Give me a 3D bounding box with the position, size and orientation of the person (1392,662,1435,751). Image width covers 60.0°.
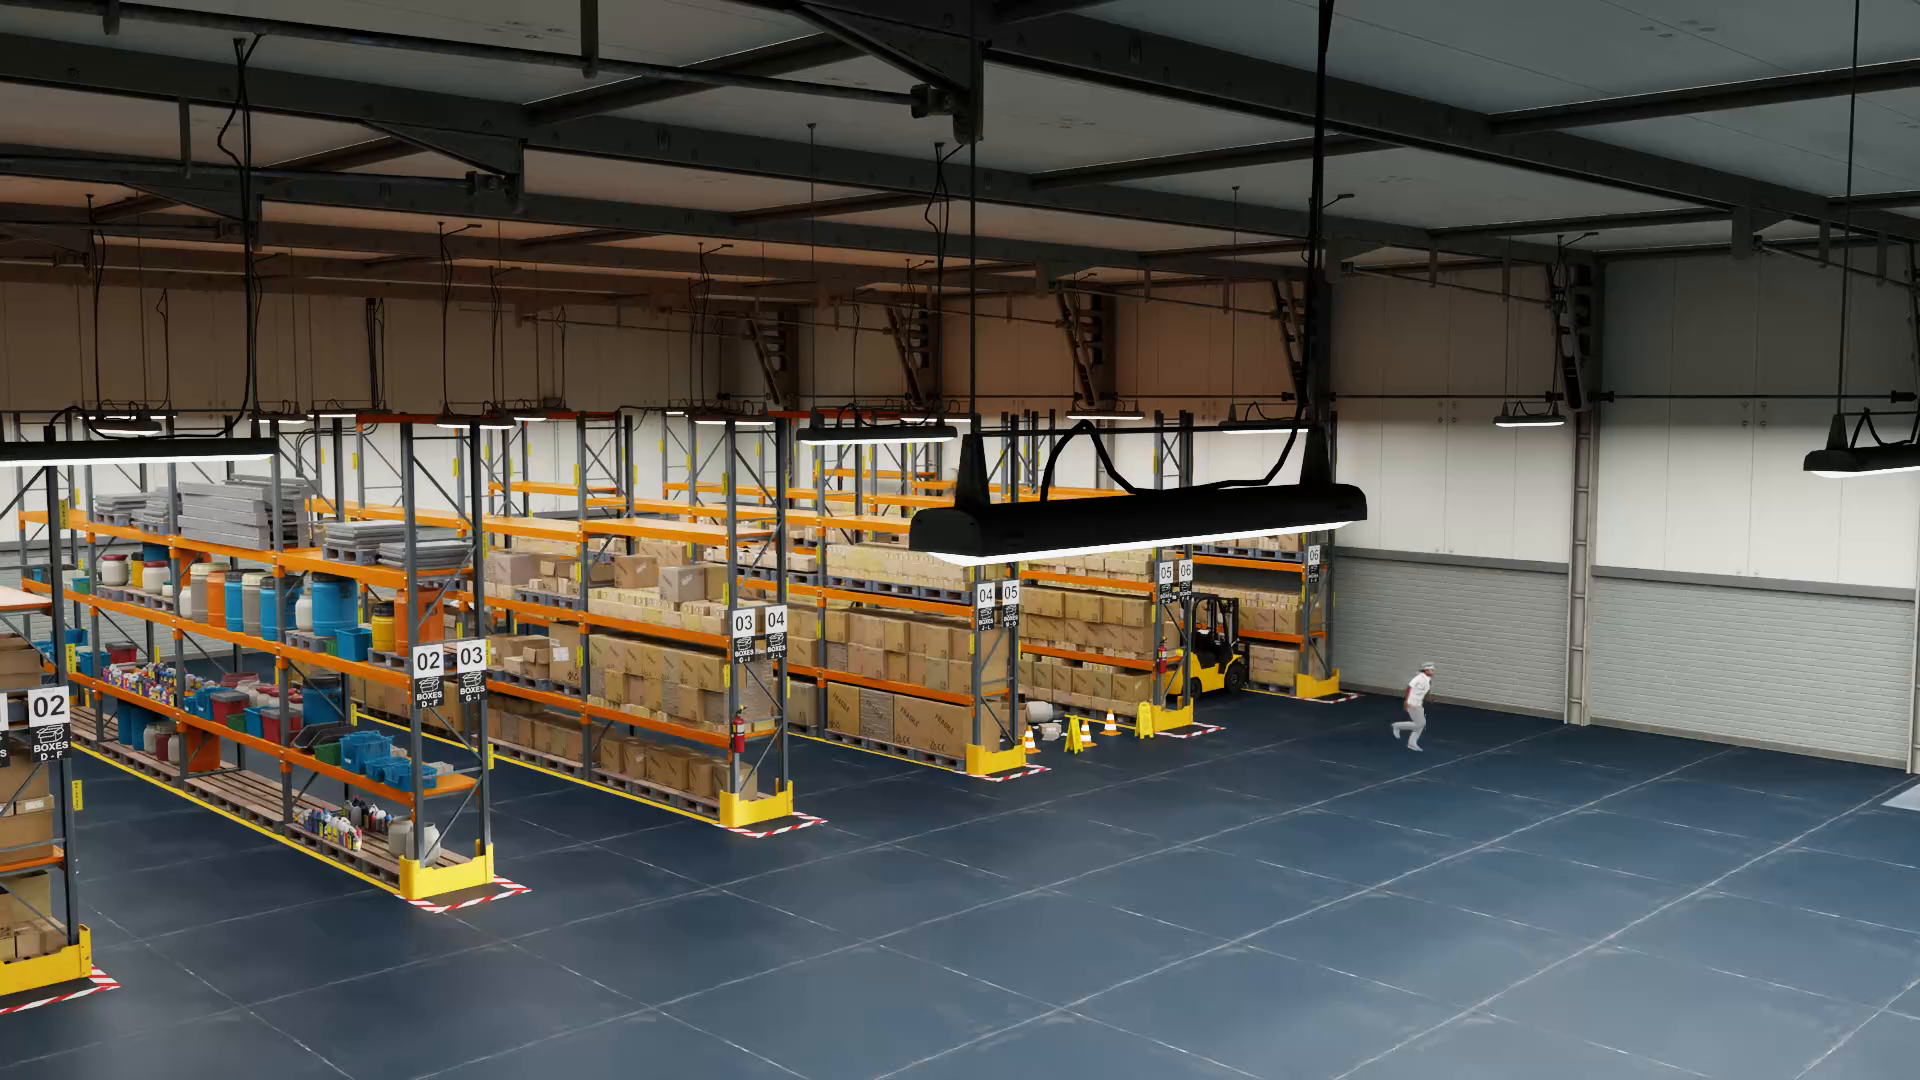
[{"bbox_3d":[8.137,2.967,29.806,0.726,1.617,0.565,2,5,24],"label":"person"}]

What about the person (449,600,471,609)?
[{"bbox_3d":[-11.854,2.068,39.213,0.720,1.732,0.613,1,5,6],"label":"person"}]
